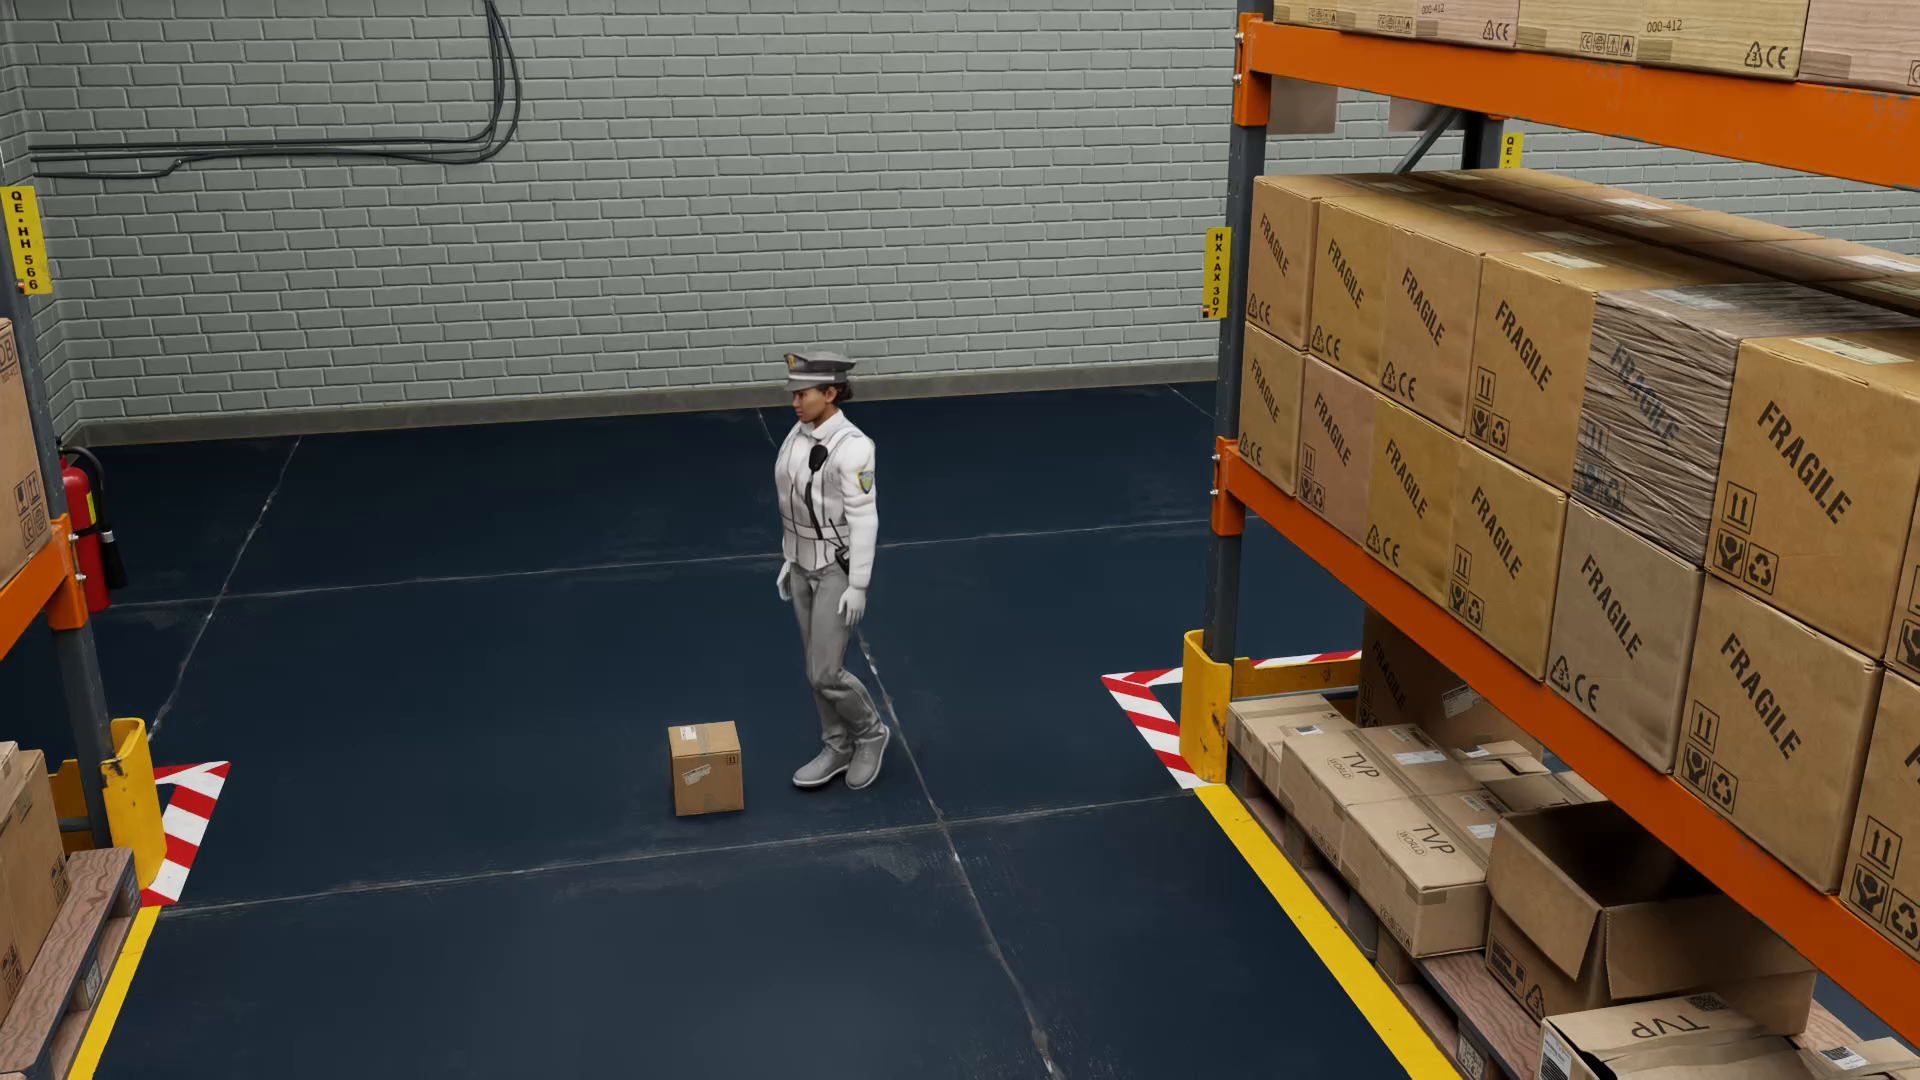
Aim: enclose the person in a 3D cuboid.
[{"bbox_3d":[-0.481,0.124,6.197,0.400,1.692,0.501,-14,24,-35],"label":"person"}]
